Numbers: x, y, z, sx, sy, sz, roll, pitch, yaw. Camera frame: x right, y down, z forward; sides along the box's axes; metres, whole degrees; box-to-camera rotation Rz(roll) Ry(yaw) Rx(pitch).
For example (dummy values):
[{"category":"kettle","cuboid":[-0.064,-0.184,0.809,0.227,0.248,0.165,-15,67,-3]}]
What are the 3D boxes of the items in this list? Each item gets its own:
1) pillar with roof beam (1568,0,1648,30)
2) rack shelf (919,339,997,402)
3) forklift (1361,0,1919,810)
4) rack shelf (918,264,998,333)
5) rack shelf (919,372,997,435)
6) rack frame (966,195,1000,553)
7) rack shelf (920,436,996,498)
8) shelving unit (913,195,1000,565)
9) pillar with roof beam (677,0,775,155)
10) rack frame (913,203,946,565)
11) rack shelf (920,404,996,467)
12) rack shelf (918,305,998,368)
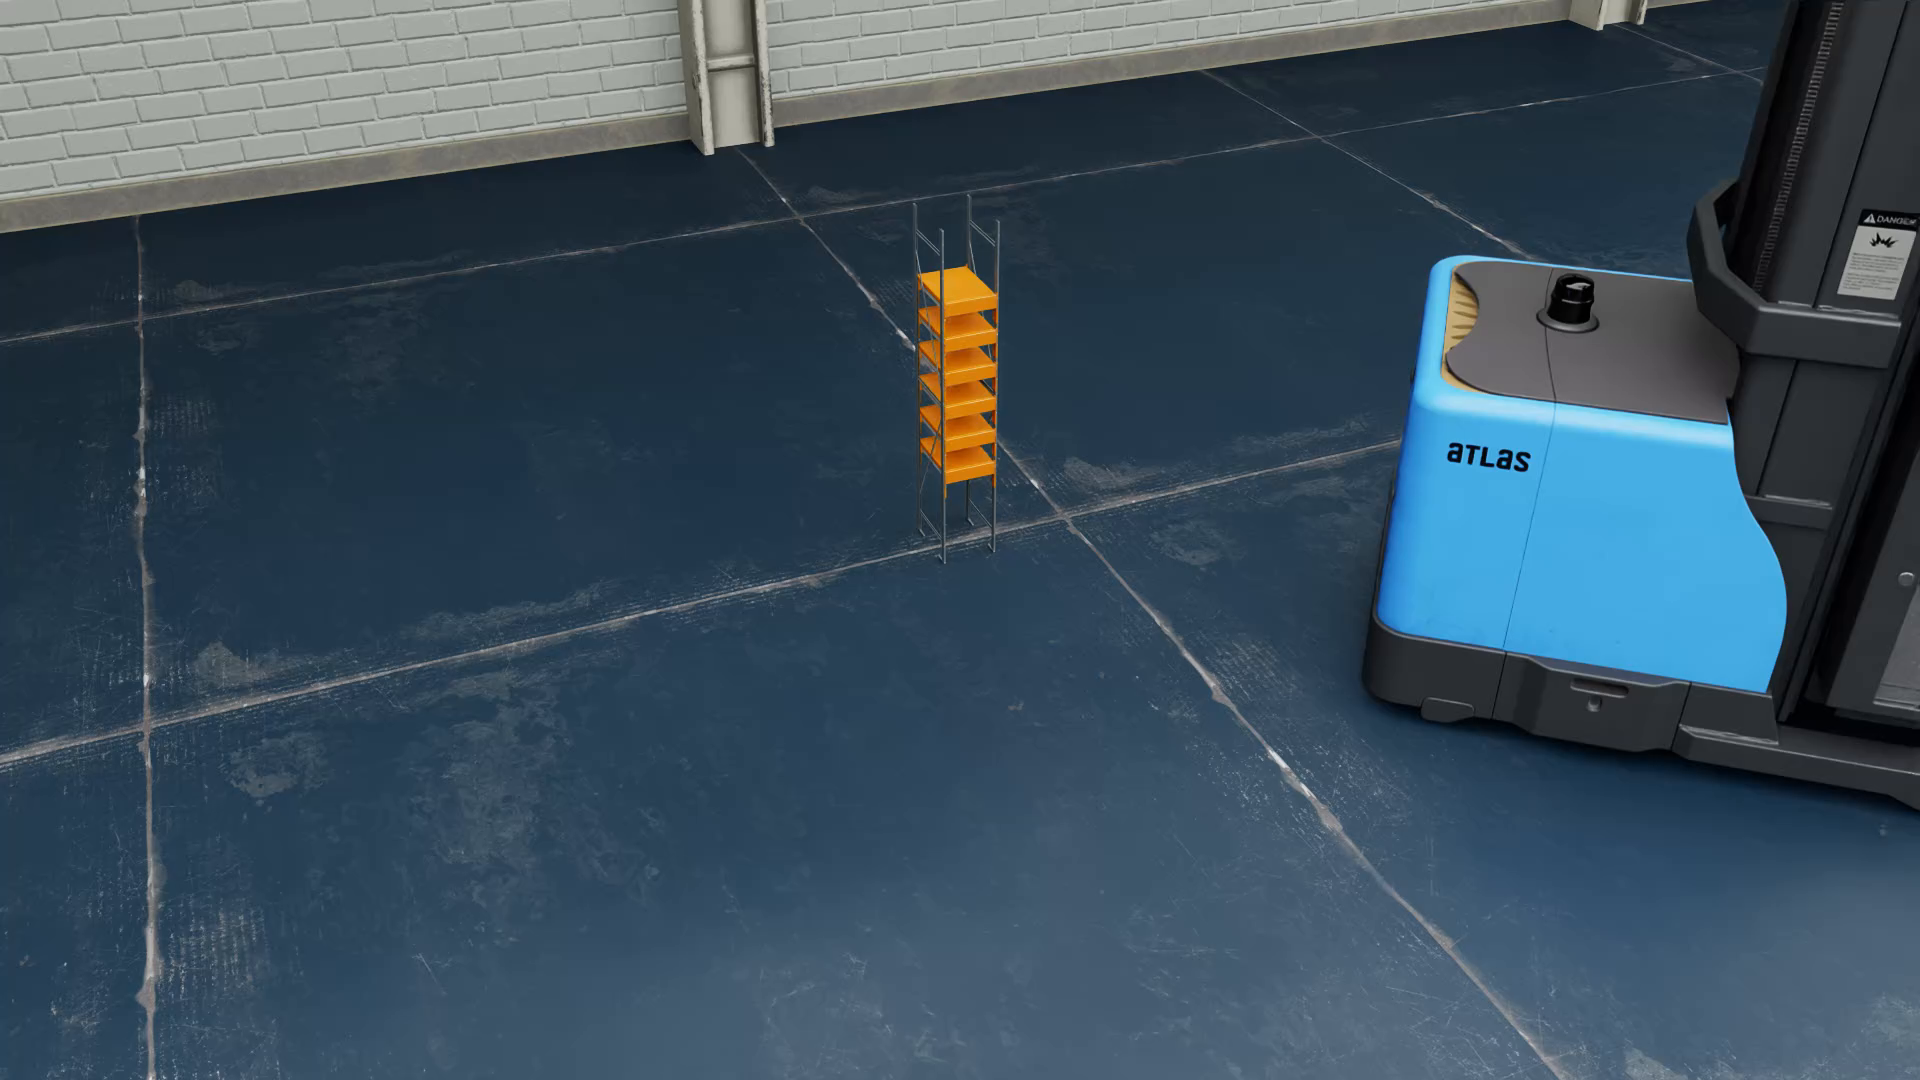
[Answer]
[{"category":"pillar with roof beam","cuboid":[5.949,-5.058,5.272,0.400,9.000,9.100,-13,35,-19]},{"category":"rack shelf","cuboid":[-0.013,-0.563,5.377,0.180,0.103,0.258,-13,35,-19]},{"category":"forklift","cuboid":[2.777,-0.746,4.210,3.031,2.935,1.130,9,34,14]},{"category":"rack shelf","cuboid":[-0.013,-0.764,5.246,0.180,0.103,0.258,-13,35,-19]},{"category":"rack shelf","cuboid":[-0.013,-0.463,5.442,0.180,0.103,0.258,-13,35,-19]},{"category":"rack frame","cuboid":[0.071,-0.519,5.448,0.006,1.200,0.240,-13,35,-19]},{"category":"rack shelf","cuboid":[-0.013,-0.261,5.573,0.180,0.103,0.258,-13,35,-19]},{"category":"shelving unit","cuboid":[-0.013,-0.500,5.418,0.189,1.200,0.258,-13,35,-19]},{"category":"pillar with roof beam","cuboid":[0.417,-3.791,3.325,0.400,9.000,9.100,-13,35,-19]},{"category":"rack frame","cuboid":[-0.098,-0.481,5.388,0.006,1.200,0.240,-13,35,-19]},{"category":"rack shelf","cuboid":[-0.013,-0.362,5.508,0.180,0.103,0.258,-13,35,-19]},{"category":"rack shelf","cuboid":[-0.013,-0.664,5.311,0.180,0.103,0.258,-13,35,-19]}]
